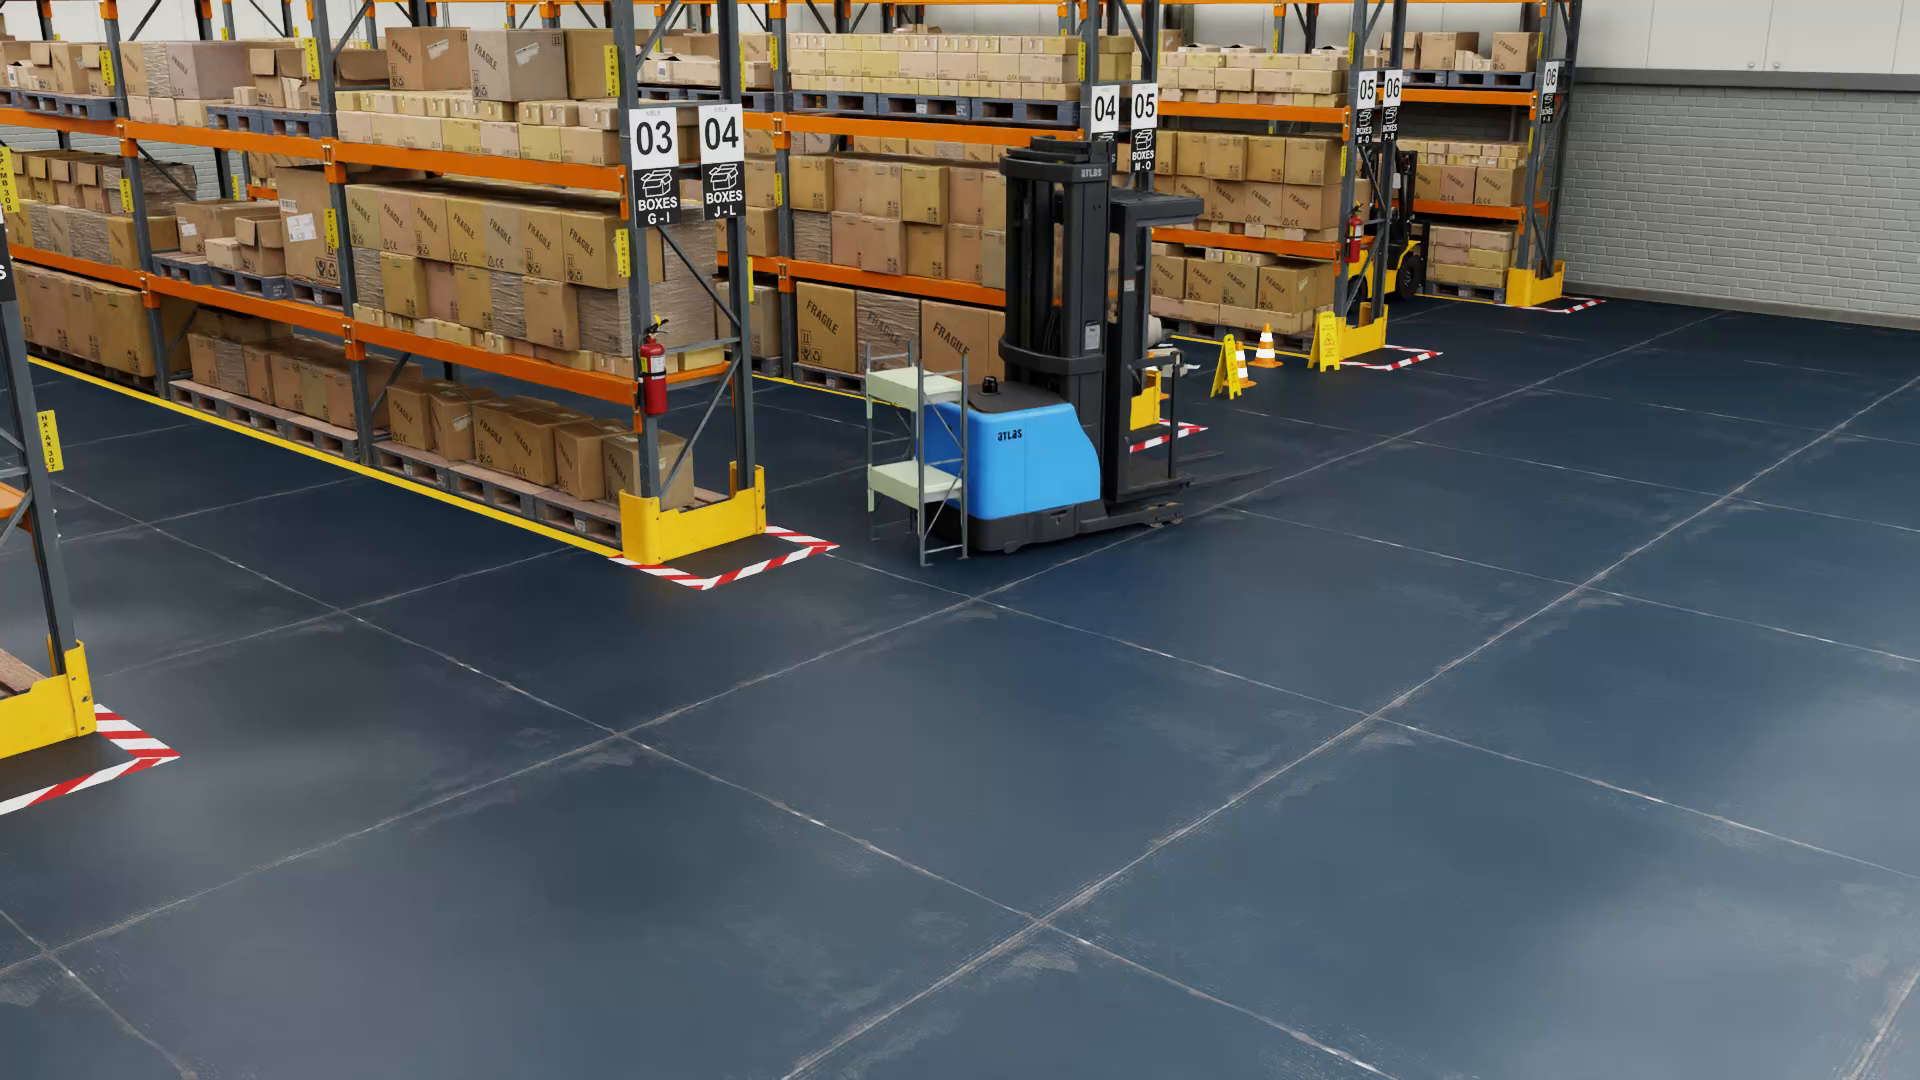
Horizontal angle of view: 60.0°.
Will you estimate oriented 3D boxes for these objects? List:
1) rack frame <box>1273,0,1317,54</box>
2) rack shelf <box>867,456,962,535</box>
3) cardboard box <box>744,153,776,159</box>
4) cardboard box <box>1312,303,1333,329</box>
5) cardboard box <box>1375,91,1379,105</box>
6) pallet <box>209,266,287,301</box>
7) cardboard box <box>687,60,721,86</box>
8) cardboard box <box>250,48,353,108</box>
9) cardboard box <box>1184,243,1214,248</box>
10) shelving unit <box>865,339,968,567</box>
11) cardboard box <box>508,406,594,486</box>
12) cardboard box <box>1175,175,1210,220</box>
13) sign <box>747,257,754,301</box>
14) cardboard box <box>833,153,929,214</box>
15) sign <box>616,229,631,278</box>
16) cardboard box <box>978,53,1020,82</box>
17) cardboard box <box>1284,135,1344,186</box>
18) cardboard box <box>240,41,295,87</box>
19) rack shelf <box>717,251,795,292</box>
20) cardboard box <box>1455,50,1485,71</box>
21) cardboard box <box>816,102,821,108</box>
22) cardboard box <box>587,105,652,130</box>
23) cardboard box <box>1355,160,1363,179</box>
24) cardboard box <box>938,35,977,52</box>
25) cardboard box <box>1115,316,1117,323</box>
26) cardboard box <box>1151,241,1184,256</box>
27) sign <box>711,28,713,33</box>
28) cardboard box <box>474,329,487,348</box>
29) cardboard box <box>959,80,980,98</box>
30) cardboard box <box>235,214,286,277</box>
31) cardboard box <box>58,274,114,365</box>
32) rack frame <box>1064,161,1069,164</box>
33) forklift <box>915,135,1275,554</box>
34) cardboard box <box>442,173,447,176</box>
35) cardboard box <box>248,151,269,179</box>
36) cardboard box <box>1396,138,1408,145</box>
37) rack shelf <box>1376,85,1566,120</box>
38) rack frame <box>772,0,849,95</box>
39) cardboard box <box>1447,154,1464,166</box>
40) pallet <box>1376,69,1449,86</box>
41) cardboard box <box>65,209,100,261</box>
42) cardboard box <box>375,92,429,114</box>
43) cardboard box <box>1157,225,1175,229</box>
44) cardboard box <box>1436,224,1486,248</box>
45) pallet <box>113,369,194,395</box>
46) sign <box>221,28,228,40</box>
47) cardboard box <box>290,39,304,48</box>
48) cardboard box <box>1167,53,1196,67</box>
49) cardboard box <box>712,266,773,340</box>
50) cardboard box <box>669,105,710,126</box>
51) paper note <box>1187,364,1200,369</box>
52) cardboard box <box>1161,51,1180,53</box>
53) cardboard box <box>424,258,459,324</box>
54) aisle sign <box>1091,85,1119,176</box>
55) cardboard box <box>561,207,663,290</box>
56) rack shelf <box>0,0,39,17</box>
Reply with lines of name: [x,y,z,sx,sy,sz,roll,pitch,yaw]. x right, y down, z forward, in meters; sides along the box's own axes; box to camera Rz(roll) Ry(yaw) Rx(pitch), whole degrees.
rack frame: [4.948,-8.418,24.260,0.127,3.000,1.000,15,23,39]
rack shelf: [-0.320,-0.334,12.263,0.431,0.370,0.720,-11,21,-31]
cardboard box: [-2.315,-4.020,18.501,0.500,0.500,0.700,15,23,38]
cardboard box: [4.228,-2.746,20.155,0.500,0.250,0.500,15,23,39]
cardboard box: [4.615,-5.081,19.121,0.250,0.149,0.380,15,23,39]
pallet: [-6.406,-2.516,15.898,1.213,0.211,1.003,15,23,39]
cardboard box: [-2.623,-5.099,18.148,0.500,0.250,0.500,15,23,39]
cardboard box: [-5.913,-4.177,14.992,0.637,0.503,0.797,16,24,41]
cardboard box: [3.975,-4.886,26.281,0.625,0.625,0.875,15,23,39]
shelving unit: [-0.320,-0.645,12.165,0.431,1.500,0.755,-11,21,-31]
cardboard box: [-3.311,-0.769,13.516,0.500,0.500,0.500,-16,23,-41]
cardboard box: [2.949,-4.176,20.156,0.500,0.500,0.500,15,23,40]
sign: [-1.570,-1.925,12.287,0.005,0.325,0.100,15,23,39]
cardboard box: [-0.812,-3.715,17.324,0.550,0.550,0.875,15,23,39]
sign: [-2.313,-1.970,11.425,0.005,0.325,0.100,15,23,39]
cardboard box: [0.513,-4.375,15.376,0.500,0.250,0.500,15,23,39]
cardboard box: [4.121,-4.351,19.052,0.500,0.500,0.700,14,23,38]
cardboard box: [-6.640,-4.469,15.783,0.500,0.500,0.500,16,23,40]
rack shelf: [-3.050,-3.353,19.407,4.000,0.370,1.077,15,23,39]
cardboard box: [6.929,-6.517,22.593,0.258,0.266,0.396,15,23,39]
cardboard box: [-2.744,-7.942,31.196,0.500,0.500,0.500,16,23,41]
cardboard box: [-2.345,-2.923,11.492,0.250,0.149,0.380,15,23,39]
cardboard box: [5.887,-5.256,24.048,0.500,0.500,0.500,15,23,39]
cardboard box: [0.010,-4.675,15.664,0.250,0.149,0.380,15,23,38]
cardboard box: [1.654,-2.221,18.779,0.637,0.503,0.797,0,18,2]
cardboard box: [2.561,-3.616,20.587,0.250,0.149,0.380,17,24,42]
sign: [-3.974,-7.992,26.501,0.005,0.325,0.100,15,23,39]
cardboard box: [-3.613,-1.623,13.184,0.250,0.149,0.380,15,23,39]
cardboard box: [0.203,-4.244,15.621,0.250,0.149,0.380,15,23,38]
cardboard box: [-6.280,-2.769,15.513,0.797,0.503,0.637,-15,23,-40]
cardboard box: [-9.077,-2.507,18.371,0.875,0.875,1.225,15,23,39]
rack frame: [1.656,-4.435,21.626,0.127,3.000,1.000,15,23,39]
forklift: [1.159,-1.616,12.858,3.031,2.935,1.130,-11,21,-31]
cardboard box: [-6.580,-4.822,21.585,0.250,0.149,0.380,16,24,41]
cardboard box: [-10.377,-5.741,25.084,0.500,0.500,0.500,16,24,42]
cardboard box: [6.204,-5.639,23.692,0.250,0.149,0.380,15,23,39]
rack shelf: [6.444,-6.244,23.557,4.000,0.370,1.077,15,23,39]
rack frame: [-1.554,-6.154,17.126,0.127,3.000,1.000,15,23,39]
cardboard box: [6.953,-5.281,23.056,0.250,0.149,0.380,15,23,39]
pallet: [6.512,-6.536,23.434,1.213,0.211,1.003,15,23,39]
cardboard box: [-9.207,-3.291,17.858,0.500,0.500,0.500,14,22,38]
cardboard box: [-4.449,-3.508,13.337,0.250,0.149,0.380,15,23,40]
cardboard box: [2.630,-3.920,20.420,0.250,0.149,0.380,15,23,40]
cardboard box: [7.003,-4.244,23.225,0.500,0.250,0.500,16,23,40]
pallet: [-8.453,-1.842,18.066,1.213,0.211,1.003,15,23,39]
sign: [-10.889,-7.427,24.652,0.005,0.325,0.100,15,23,39]
cardboard box: [-9.296,-7.055,23.687,0.250,0.149,0.380,16,24,41]
cardboard box: [2.686,-5.738,19.873,0.250,0.149,0.380,15,23,38]
cardboard box: [-2.797,-2.721,19.252,0.750,0.750,1.050,15,23,39]
cardboard box: [-1.982,-3.045,11.878,0.250,0.149,0.380,15,23,39]
paper note: [2.620,-1.956,18.724,0.142,0.019,0.148,7,19,21]
cardboard box: [2.700,-5.981,20.636,0.250,0.149,0.380,16,24,41]
cardboard box: [-3.835,-2.092,13.586,0.500,0.500,0.875,15,23,39]
aisle sign: [1.292,-3.648,14.851,0.004,0.787,0.394,15,23,39]
cardboard box: [-2.505,-2.110,11.991,0.500,0.500,0.500,15,23,39]
rack shelf: [-12.401,-6.526,20.150,4.000,0.370,1.077,15,23,39]
